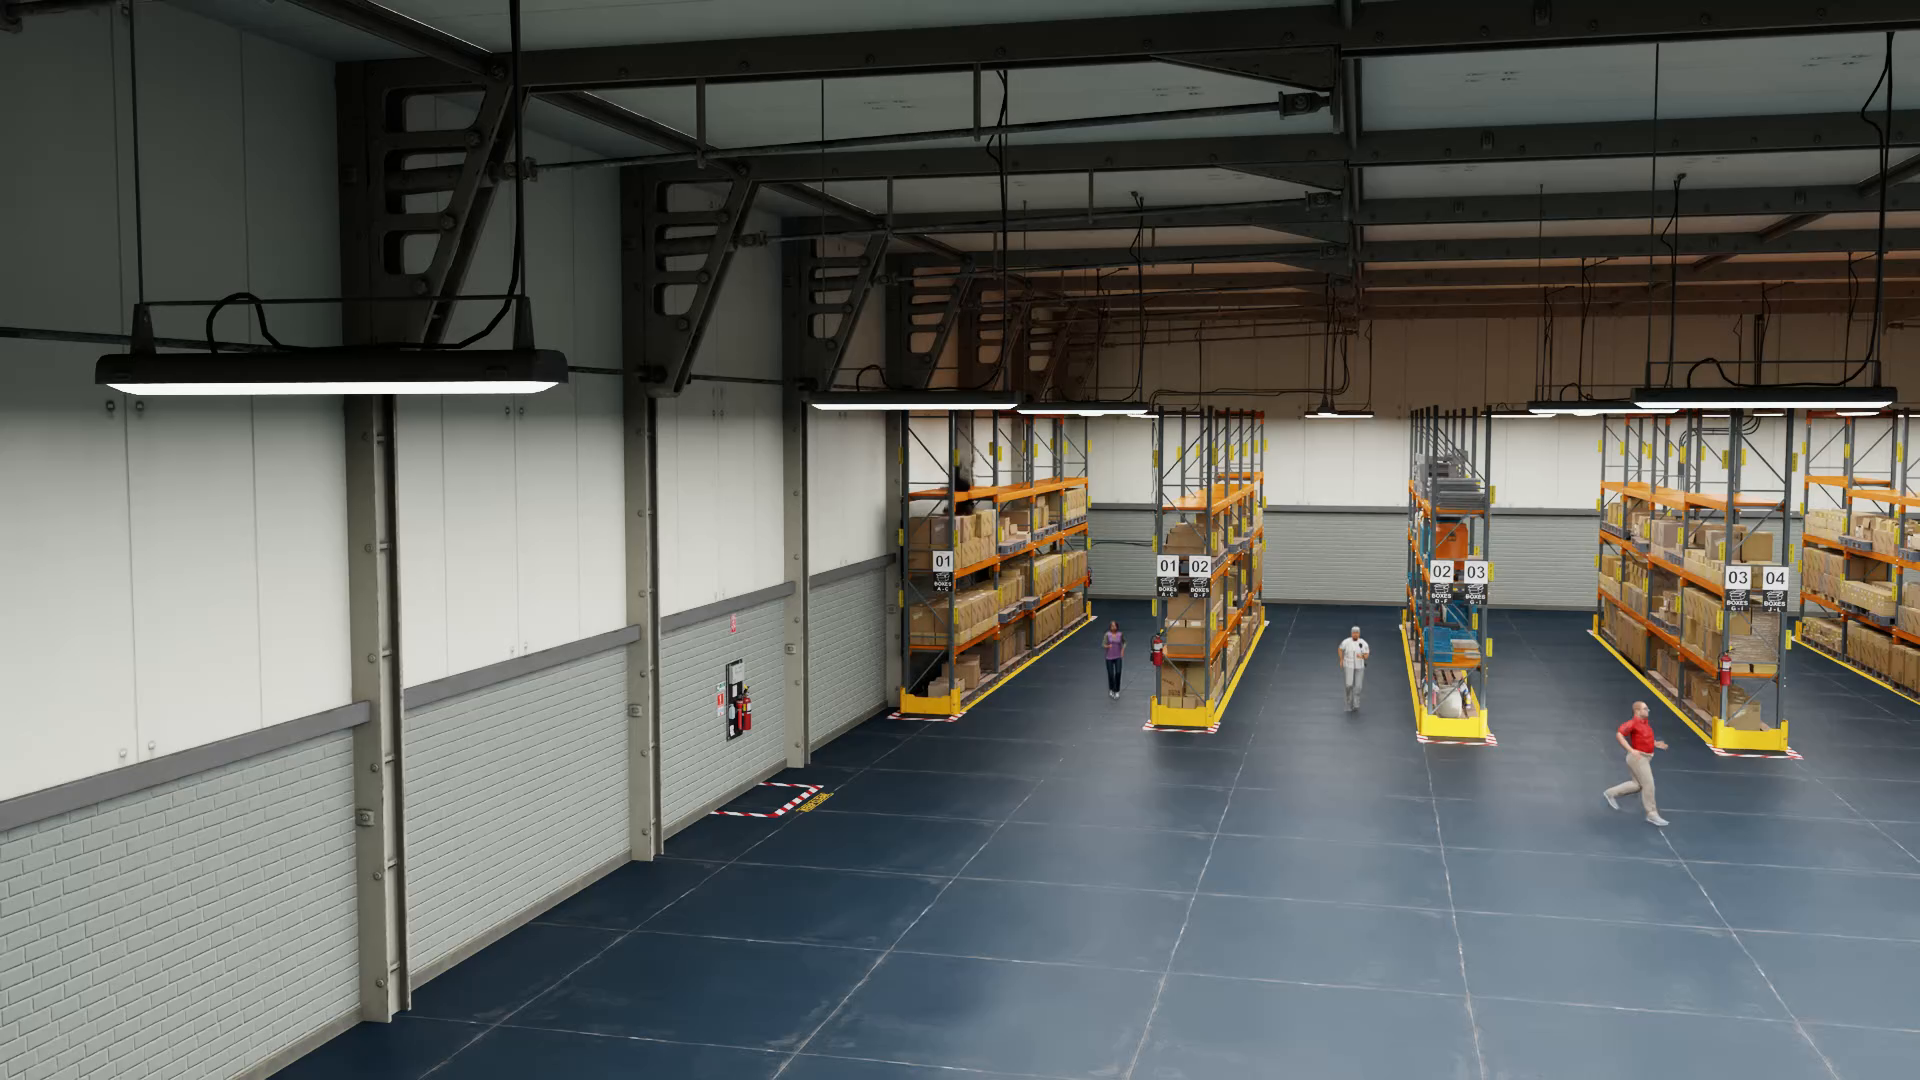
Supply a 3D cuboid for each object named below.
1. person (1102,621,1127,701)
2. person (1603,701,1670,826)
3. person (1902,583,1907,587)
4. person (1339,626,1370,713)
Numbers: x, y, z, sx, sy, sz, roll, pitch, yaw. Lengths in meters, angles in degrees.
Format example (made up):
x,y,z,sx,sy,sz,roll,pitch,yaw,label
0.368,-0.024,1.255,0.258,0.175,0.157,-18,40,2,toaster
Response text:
x,y,z,sx,sy,sz,roll,pitch,yaw,label
3.166,2.473,34.174,0.514,1.639,0.666,0,4,5,person
9.686,3.166,23.759,0.927,1.737,0.664,3,5,36,person
23.351,1.917,41.011,0.710,1.736,0.647,1,4,14,person
7.764,2.557,32.755,0.575,1.698,0.711,1,4,8,person
